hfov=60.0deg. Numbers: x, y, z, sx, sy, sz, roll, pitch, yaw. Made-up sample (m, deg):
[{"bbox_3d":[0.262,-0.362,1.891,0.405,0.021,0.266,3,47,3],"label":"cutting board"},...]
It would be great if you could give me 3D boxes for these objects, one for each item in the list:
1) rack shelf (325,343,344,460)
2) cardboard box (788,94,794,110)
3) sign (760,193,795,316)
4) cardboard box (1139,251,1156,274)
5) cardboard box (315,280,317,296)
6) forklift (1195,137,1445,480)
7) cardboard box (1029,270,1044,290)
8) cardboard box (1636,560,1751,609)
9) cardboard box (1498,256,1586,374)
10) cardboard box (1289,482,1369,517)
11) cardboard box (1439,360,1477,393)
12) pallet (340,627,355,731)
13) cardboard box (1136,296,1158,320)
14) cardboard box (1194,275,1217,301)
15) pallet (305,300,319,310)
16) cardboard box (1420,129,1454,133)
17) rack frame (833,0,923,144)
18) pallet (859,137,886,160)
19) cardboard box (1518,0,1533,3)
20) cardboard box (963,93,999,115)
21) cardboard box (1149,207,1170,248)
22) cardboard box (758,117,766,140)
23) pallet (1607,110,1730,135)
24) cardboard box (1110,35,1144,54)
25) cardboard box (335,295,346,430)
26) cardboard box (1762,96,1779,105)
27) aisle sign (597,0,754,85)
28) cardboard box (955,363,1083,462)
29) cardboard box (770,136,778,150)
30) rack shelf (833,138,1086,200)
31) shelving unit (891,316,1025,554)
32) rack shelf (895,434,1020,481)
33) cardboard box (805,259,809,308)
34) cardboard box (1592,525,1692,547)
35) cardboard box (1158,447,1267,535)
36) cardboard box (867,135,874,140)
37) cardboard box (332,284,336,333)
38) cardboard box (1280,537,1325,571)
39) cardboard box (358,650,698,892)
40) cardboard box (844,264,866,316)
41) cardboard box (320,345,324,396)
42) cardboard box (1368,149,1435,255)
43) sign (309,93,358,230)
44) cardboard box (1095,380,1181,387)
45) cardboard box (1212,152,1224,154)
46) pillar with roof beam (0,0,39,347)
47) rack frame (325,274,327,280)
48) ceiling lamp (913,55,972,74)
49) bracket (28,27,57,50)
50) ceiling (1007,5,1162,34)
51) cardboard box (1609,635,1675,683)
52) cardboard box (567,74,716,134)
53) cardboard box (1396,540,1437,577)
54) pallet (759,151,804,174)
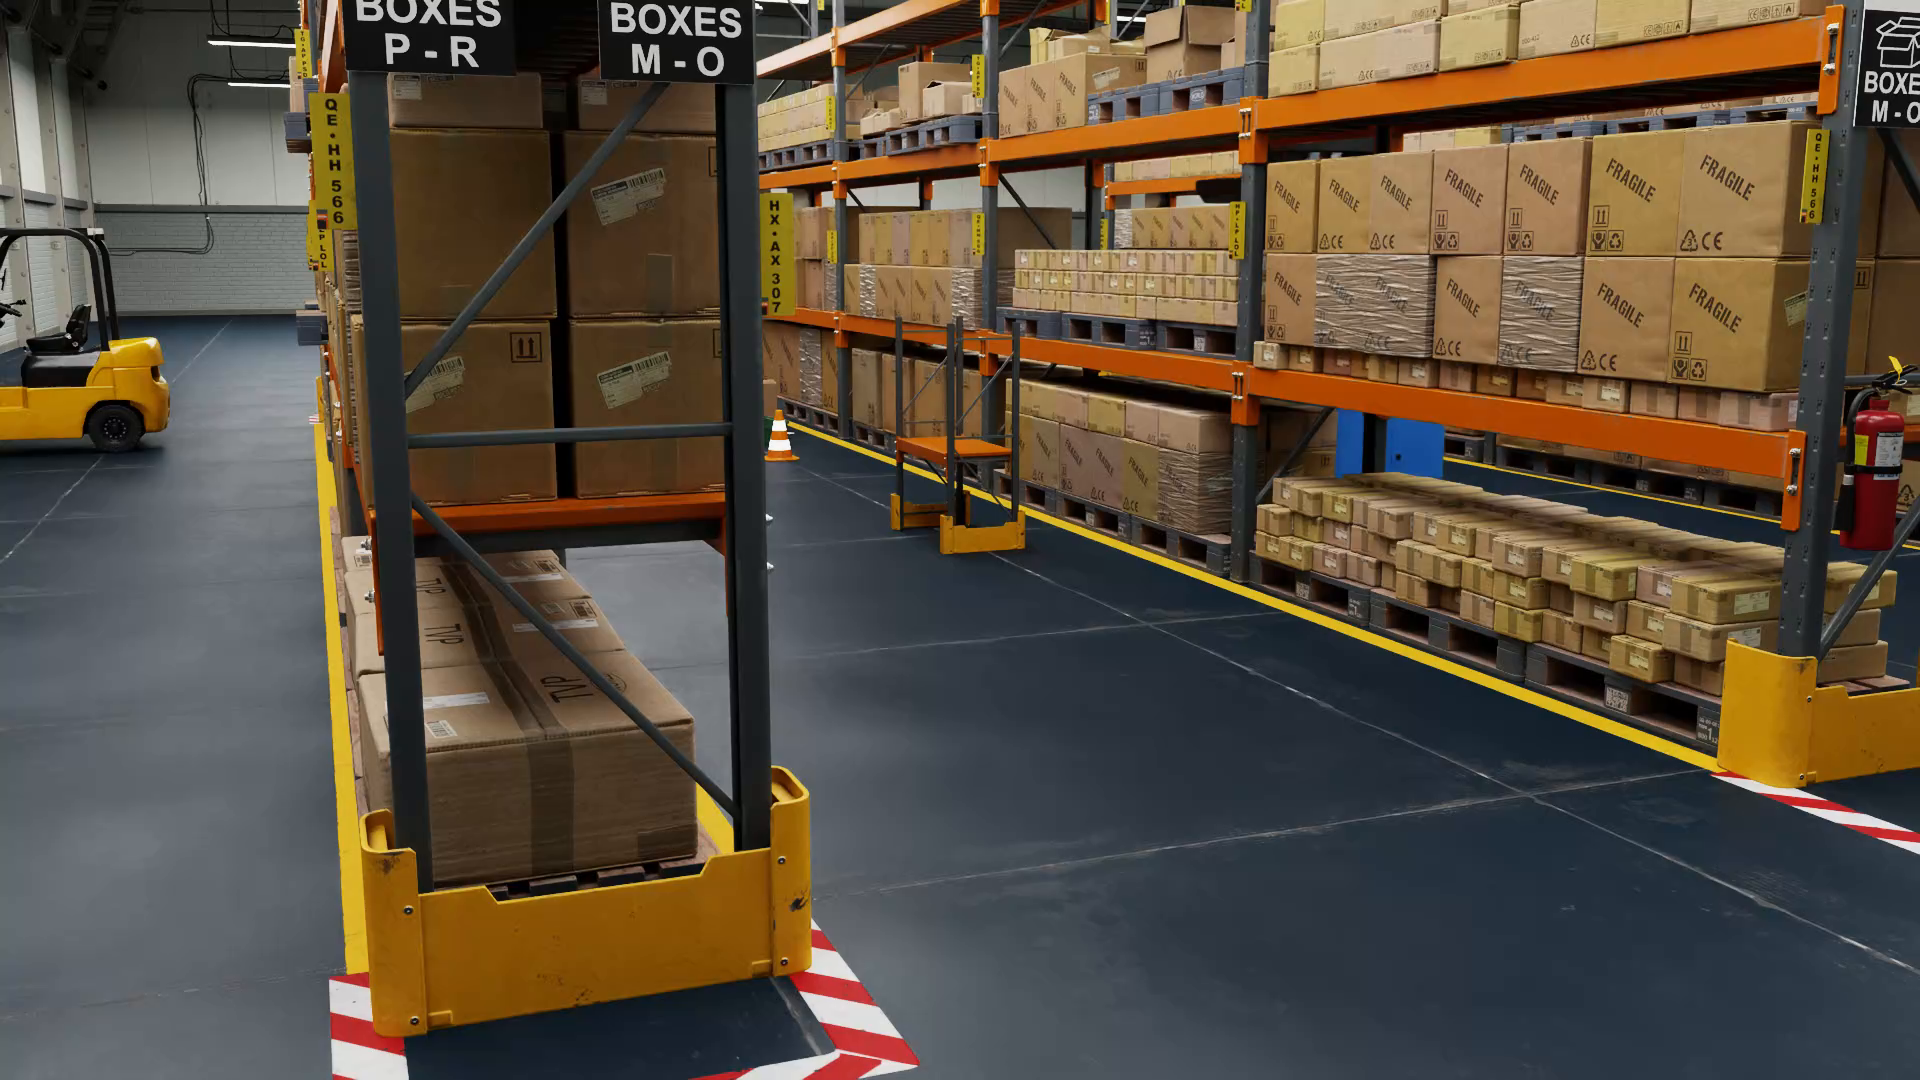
[{"bbox_3d":[-3.188,-0.893,9.929,1.077,0.370,4.000,-4,11,-21],"label":"rack shelf"},{"bbox_3d":[-1.672,-4.804,18.255,0.380,0.149,0.250,-4,11,-22],"label":"cardboard box"},{"bbox_3d":[-0.495,-0.767,4.470,0.100,0.325,0.005,-4,11,-21],"label":"sign"},{"bbox_3d":[1.415,-1.850,11.073,0.380,0.149,0.250,-4,11,-23],"label":"cardboard box"},{"bbox_3d":[-6.708,-2.896,18.000,0.500,0.500,0.500,-4,11,-19],"label":"cardboard box"},{"bbox_3d":[2.521,-1.790,13.112,1.130,2.935,3.031,-4,11,-22],"label":"forklift"},{"bbox_3d":[0.752,-1.998,12.756,0.380,0.149,0.250,-3,11,-18],"label":"cardboard box"},{"bbox_3d":[3.097,0.191,7.026,0.380,0.149,0.250,-4,11,-20],"label":"cardboard box"},{"bbox_3d":[2.786,-1.018,7.441,0.500,0.500,0.500,-4,11,-21],"label":"cardboard box"},{"bbox_3d":[2.090,-0.229,9.386,0.380,0.149,0.250,-3,11,-18],"label":"cardboard box"},{"bbox_3d":[2.574,-0.808,8.114,0.380,0.149,0.250,-3,11,-19],"label":"cardboard box"},{"bbox_3d":[-2.261,0.581,7.549,1.003,0.211,1.213,-4,11,-21],"label":"pallet"},{"bbox_3d":[1.405,-1.556,11.119,0.380,0.149,0.250,-4,11,-23],"label":"cardboard box"},{"bbox_3d":[1.688,-1.576,10.385,0.380,0.149,0.250,-4,11,-21],"label":"cardboard box"},{"bbox_3d":[-5.221,-1.998,14.635,1.003,0.211,1.213,-4,11,-21],"label":"pallet"},{"bbox_3d":[4.721,-4.120,15.737,0.500,0.500,0.500,-4,11,-21],"label":"cardboard box"},{"bbox_3d":[-0.786,-5.511,16.705,1.000,3.000,0.127,-4,11,-21],"label":"rack frame"},{"bbox_3d":[-0.408,-3.793,16.161,0.805,0.209,1.217,-4,11,-23],"label":"pallet"},{"bbox_3d":[2.789,-2.474,7.197,0.500,0.250,0.500,-4,11,-20],"label":"cardboard box"},{"bbox_3d":[0.242,-3.606,13.743,0.380,0.166,0.250,-4,11,-21],"label":"cardboard box"},{"bbox_3d":[2.727,-3.926,20.934,0.500,0.500,0.500,-4,11,-21],"label":"cardboard box"},{"bbox_3d":[-2.114,-4.838,19.580,0.500,0.250,0.500,-4,11,-22],"label":"cardboard box"},{"bbox_3d":[6.014,-3.302,13.394,1.003,0.211,1.213,-3,11,-18],"label":"pallet"},{"bbox_3d":[1.252,-3.675,12.478,0.396,0.266,0.258,-4,11,-21],"label":"cardboard box"},{"bbox_3d":[-2.185,-0.713,6.576,0.500,0.500,0.500,-4,11,-21],"label":"cardboard box"},{"bbox_3d":[6.373,-3.362,12.709,0.380,0.149,0.250,-4,11,-23],"label":"cardboard box"},{"bbox_3d":[-0.718,-1.554,4.170,0.394,0.787,0.004,-4,11,-21],"label":"aisle sign"},{"bbox_3d":[0.527,-1.108,14.311,1.050,0.750,0.750,-4,11,-22],"label":"cardboard box"},{"bbox_3d":[-1.953,-4.537,19.028,0.380,0.149,0.250,-4,11,-21],"label":"cardboard box"},{"bbox_3d":[-0.061,-3.353,15.195,1.077,0.370,4.000,-4,11,-21],"label":"rack shelf"},{"bbox_3d":[-0.028,-0.751,11.359,0.587,1.500,1.083,-4,11,-21],"label":"shelving unit"},{"bbox_3d":[-0.031,-0.575,11.399,0.538,0.185,1.000,-4,11,-21],"label":"rack shelf"},{"bbox_3d":[-1.237,-2.874,18.586,0.875,0.550,0.550,-4,11,-21],"label":"cardboard box"},{"bbox_3d":[3.247,0.031,7.925,0.380,0.149,0.250,-3,11,-19],"label":"cardboard box"},{"bbox_3d":[1.610,-0.332,10.661,0.500,0.500,0.500,-4,11,-22],"label":"cardboard box"},{"bbox_3d":[-0.786,-4.330,17.866,0.380,0.149,0.250,-4,11,-21],"label":"cardboard box"},{"bbox_3d":[-3.038,-1.231,8.774,0.500,0.250,0.500,-4,11,-20],"label":"cardboard box"},{"bbox_3d":[2.042,0.069,9.409,0.380,0.149,0.250,-4,11,-19],"label":"cardboard box"},{"bbox_3d":[-1.347,0.686,5.118,0.875,0.438,0.875,-4,11,-23],"label":"cardboard box"},{"bbox_3d":[-0.846,-2.503,16.643,0.500,0.500,0.500,-4,11,-20],"label":"cardboard box"},{"bbox_3d":[-6.401,-1.781,17.379,0.500,0.500,0.500,-4,11,-20],"label":"cardboard box"},{"bbox_3d":[2.405,-1.682,8.322,0.500,0.500,0.500,-4,11,-20],"label":"cardboard box"},{"bbox_3d":[-1.525,-0.922,4.057,0.100,0.325,0.005,-4,11,-21],"label":"sign"},{"bbox_3d":[1.349,-1.073,12.683,0.500,0.250,0.500,-4,11,-20],"label":"cardboard box"},{"bbox_3d":[3.179,-4.618,19.539,0.380,0.149,0.250,-4,11,-23],"label":"cardboard box"},{"bbox_3d":[-14.535,-8.558,33.835,9.100,9.000,0.548,-4,11,-21],"label":"pillar with roof beam"},{"bbox_3d":[-3.913,-1.574,11.701,1.000,3.000,0.127,-4,11,-21],"label":"rack frame"},{"bbox_3d":[-0.300,-12.218,37.744,2.000,3.185,0.800,-4,11,-21],"label":"ceiling lamp"},{"bbox_3d":[-19.307,-10.570,34.871,0.076,0.066,4.783,-4,11,-21],"label":"bracket"},{"bbox_3d":[5.362,-16.596,53.329,6.000,0.001,6.000,-4,11,-21],"label":"ceiling"},{"bbox_3d":[2.990,0.490,7.040,0.380,0.149,0.250,-4,11,-19],"label":"cardboard box"},{"bbox_3d":[-0.885,-1.204,4.632,0.380,0.149,0.250,-4,11,-20],"label":"cardboard box"},{"bbox_3d":[2.449,0.088,8.455,0.380,0.149,0.250,-4,11,-21],"label":"cardboard box"},{"bbox_3d":[-1.957,-4.523,19.969,1.003,0.211,1.213,-4,11,-21],"label":"pallet"}]
